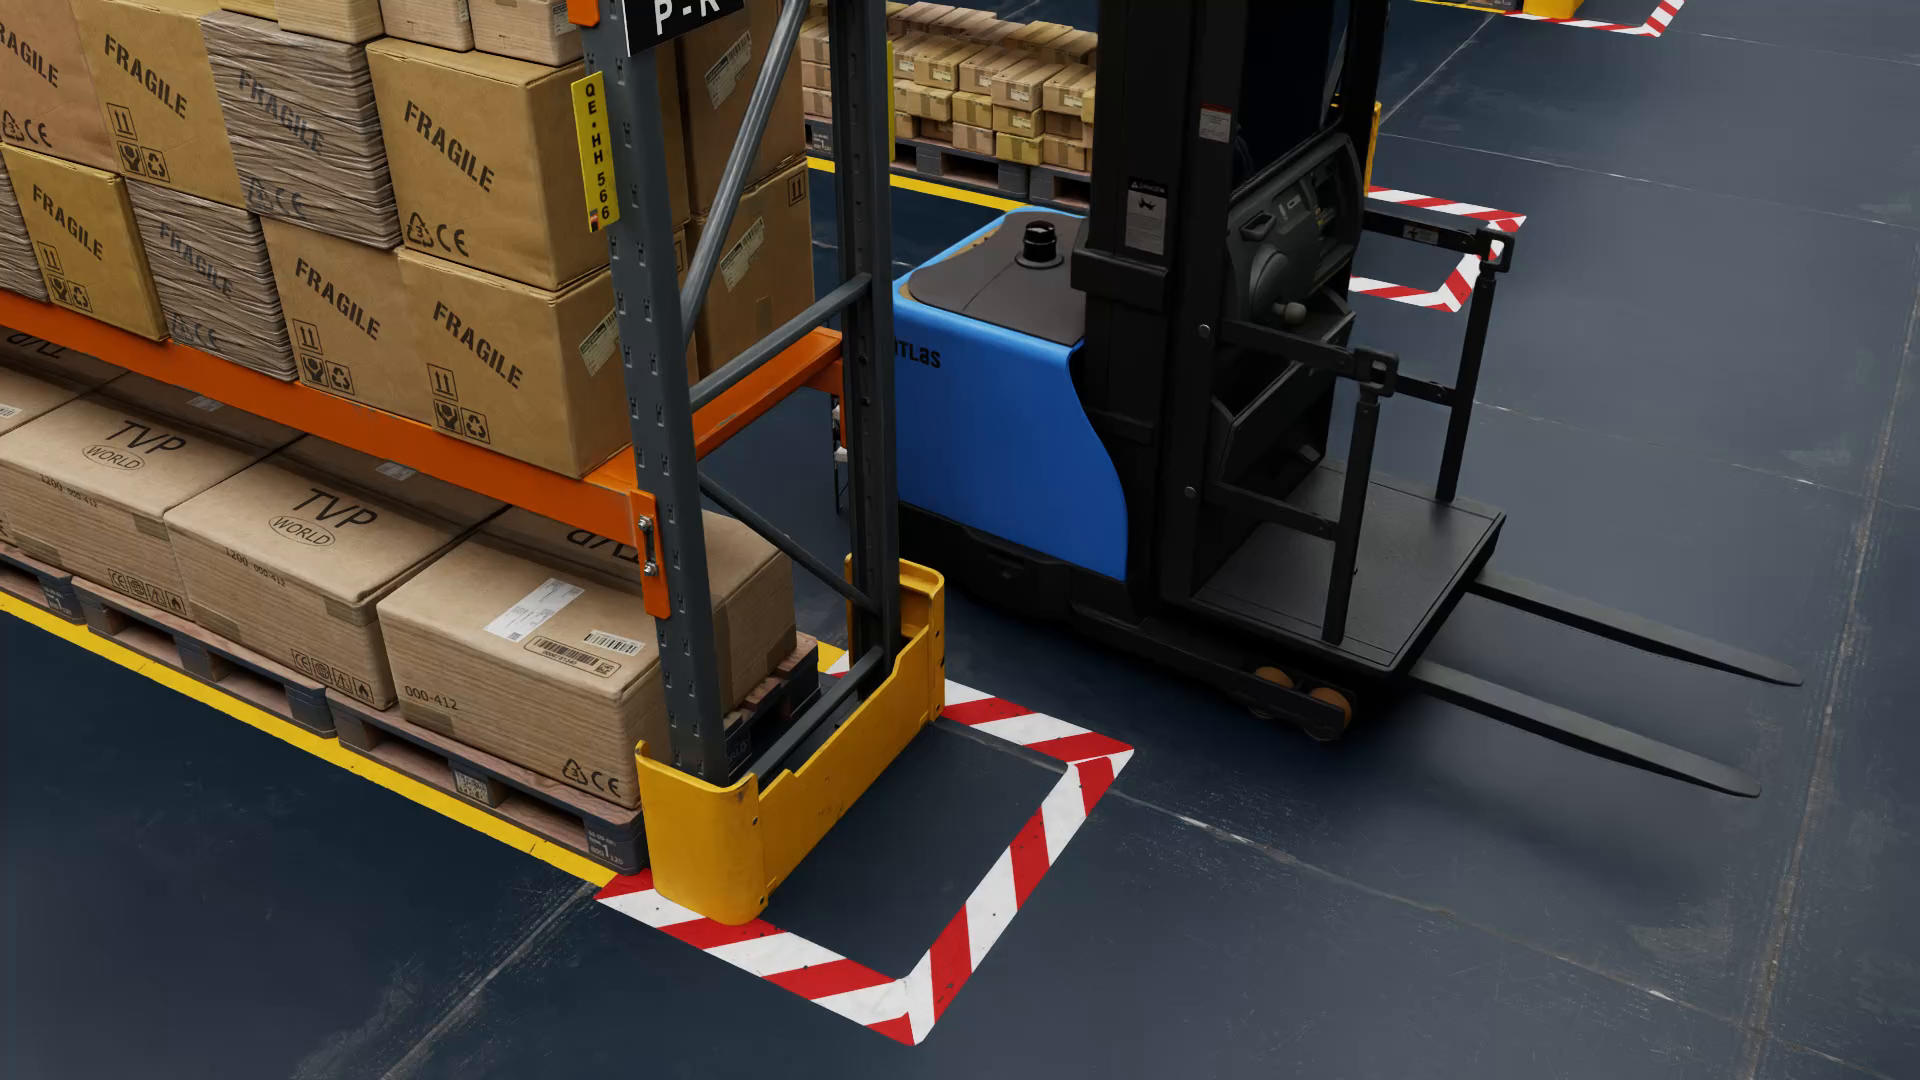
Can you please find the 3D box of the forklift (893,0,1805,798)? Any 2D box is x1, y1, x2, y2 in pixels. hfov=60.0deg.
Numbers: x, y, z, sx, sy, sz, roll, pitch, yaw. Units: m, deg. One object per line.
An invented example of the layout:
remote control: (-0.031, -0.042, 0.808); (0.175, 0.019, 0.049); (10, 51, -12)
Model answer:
forklift: (1.201, -0.919, 4.985); (3.031, 2.935, 1.130); (20, 39, 27)

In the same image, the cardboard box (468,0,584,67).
cardboard box: (-0.896, -1.224, 3.804); (0.250, 0.149, 0.380); (18, 38, 25)

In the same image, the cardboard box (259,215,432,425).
cardboard box: (-1.463, -0.686, 4.484); (0.500, 0.500, 0.500); (17, 37, 23)

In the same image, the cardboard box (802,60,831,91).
cardboard box: (-0.707, -2.710, 9.539); (0.250, 0.149, 0.380); (16, 37, 22)

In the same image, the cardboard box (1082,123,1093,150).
cardboard box: (0.832, -2.166, 8.721); (0.250, 0.149, 0.380); (16, 37, 23)

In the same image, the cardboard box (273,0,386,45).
cardboard box: (-1.394, -1.313, 3.937); (0.250, 0.149, 0.380); (17, 37, 24)

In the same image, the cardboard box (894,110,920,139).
cardboard box: (-0.286, -2.400, 9.341); (0.250, 0.149, 0.380); (17, 37, 23)

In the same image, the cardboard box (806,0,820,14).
cardboard box: (-0.910, -3.216, 10.029); (0.250, 0.149, 0.380); (18, 38, 25)

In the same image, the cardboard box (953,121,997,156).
cardboard box: (0.162, -2.259, 9.129); (0.250, 0.149, 0.380); (18, 38, 25)

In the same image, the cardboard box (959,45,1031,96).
cardboard box: (0.193, -2.545, 9.021); (0.250, 0.149, 0.380); (16, 37, 23)

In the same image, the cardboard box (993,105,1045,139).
cardboard box: (0.376, -2.302, 8.925); (0.250, 0.149, 0.380); (18, 38, 25)

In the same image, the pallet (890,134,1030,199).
pallet: (0.075, -2.340, 9.574); (1.213, 0.211, 1.003); (18, 37, 24)

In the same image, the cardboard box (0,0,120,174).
cardboard box: (-2.353, -1.376, 4.618); (0.500, 0.500, 0.500); (17, 37, 24)

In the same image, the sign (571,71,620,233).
sign: (-0.766, -0.817, 3.512); (0.005, 0.325, 0.100); (18, 37, 24)

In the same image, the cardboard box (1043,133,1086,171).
cardboard box: (0.642, -2.134, 8.942); (0.250, 0.149, 0.380); (18, 38, 25)

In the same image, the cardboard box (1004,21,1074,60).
cardboard box: (0.445, -2.799, 9.404); (0.250, 0.149, 0.380); (18, 38, 25)

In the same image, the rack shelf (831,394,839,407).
rack shelf: (-0.341, -0.572, 6.195); (0.200, 0.077, 0.258); (10, 35, 15)

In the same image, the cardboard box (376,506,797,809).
cardboard box: (-1.107, 0.264, 5.079); (0.875, 0.438, 0.875); (16, 37, 23)

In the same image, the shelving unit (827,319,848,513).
shelving unit: (-0.341, -0.525, 6.226); (0.210, 0.900, 0.258); (10, 35, 15)

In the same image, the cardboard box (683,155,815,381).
cardboard box: (-0.759, -0.806, 4.663); (0.500, 0.500, 0.500); (17, 37, 24)

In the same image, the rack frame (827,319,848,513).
rack frame: (-0.437, -0.542, 6.252); (0.006, 0.900, 0.240); (10, 35, 15)

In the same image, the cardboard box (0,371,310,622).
cardboard box: (-2.688, -0.232, 5.825); (0.875, 0.438, 0.875); (16, 37, 23)

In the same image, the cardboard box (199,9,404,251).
cardboard box: (-1.490, -1.099, 4.202); (0.500, 0.500, 0.500); (18, 38, 25)

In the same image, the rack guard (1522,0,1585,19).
rack guard: (4.453, -4.216, 12.130); (0.348, 0.500, 1.175); (18, 37, 24)

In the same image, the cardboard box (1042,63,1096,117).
cardboard box: (0.627, -2.372, 8.762); (0.250, 0.149, 0.380); (16, 37, 23)

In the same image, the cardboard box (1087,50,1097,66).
cardboard box: (0.887, -2.624, 9.141); (0.250, 0.149, 0.380); (16, 37, 22)

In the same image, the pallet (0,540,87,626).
pallet: (-3.336, -0.186, 6.340); (1.213, 0.211, 1.003); (18, 37, 24)

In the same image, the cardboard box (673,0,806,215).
cardboard box: (-0.760, -1.221, 4.385); (0.500, 0.500, 0.500); (17, 37, 23)

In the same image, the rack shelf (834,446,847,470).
rack shelf: (-0.341, -0.347, 6.344); (0.200, 0.077, 0.258); (10, 35, 15)

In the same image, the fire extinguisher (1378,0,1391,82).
fire extinguisher: (1.873, -2.425, 7.591); (0.183, 0.674, 0.296); (18, 37, 24)

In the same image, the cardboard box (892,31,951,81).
cardboard box: (-0.244, -2.690, 9.239); (0.250, 0.149, 0.380); (16, 37, 22)

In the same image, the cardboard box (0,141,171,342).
cardboard box: (-2.369, -0.959, 4.893); (0.500, 0.500, 0.500); (19, 38, 26)

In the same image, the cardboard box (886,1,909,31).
cardboard box: (-0.503, -3.042, 9.768); (0.250, 0.149, 0.380); (19, 38, 26)

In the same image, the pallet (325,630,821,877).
pallet: (-1.218, 0.485, 5.332); (1.213, 0.211, 1.003); (18, 37, 24)

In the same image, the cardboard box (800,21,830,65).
cardboard box: (-0.702, -2.834, 9.456); (0.250, 0.149, 0.380); (17, 37, 23)

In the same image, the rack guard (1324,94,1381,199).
rack guard: (1.818, -1.884, 8.628); (0.348, 0.500, 1.175); (18, 37, 24)

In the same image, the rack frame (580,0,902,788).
rack frame: (-0.485, -0.494, 4.285); (0.127, 3.000, 1.000); (18, 37, 24)

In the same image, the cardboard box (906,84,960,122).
cardboard box: (-0.091, -2.444, 9.138); (0.250, 0.149, 0.380); (18, 38, 25)

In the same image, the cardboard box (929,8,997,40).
cardboard box: (0.018, -2.944, 9.621); (0.250, 0.149, 0.380); (16, 37, 23)

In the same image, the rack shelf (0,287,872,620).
rack shelf: (-2.221, -0.744, 5.311); (4.000, 0.370, 1.077); (18, 37, 24)
